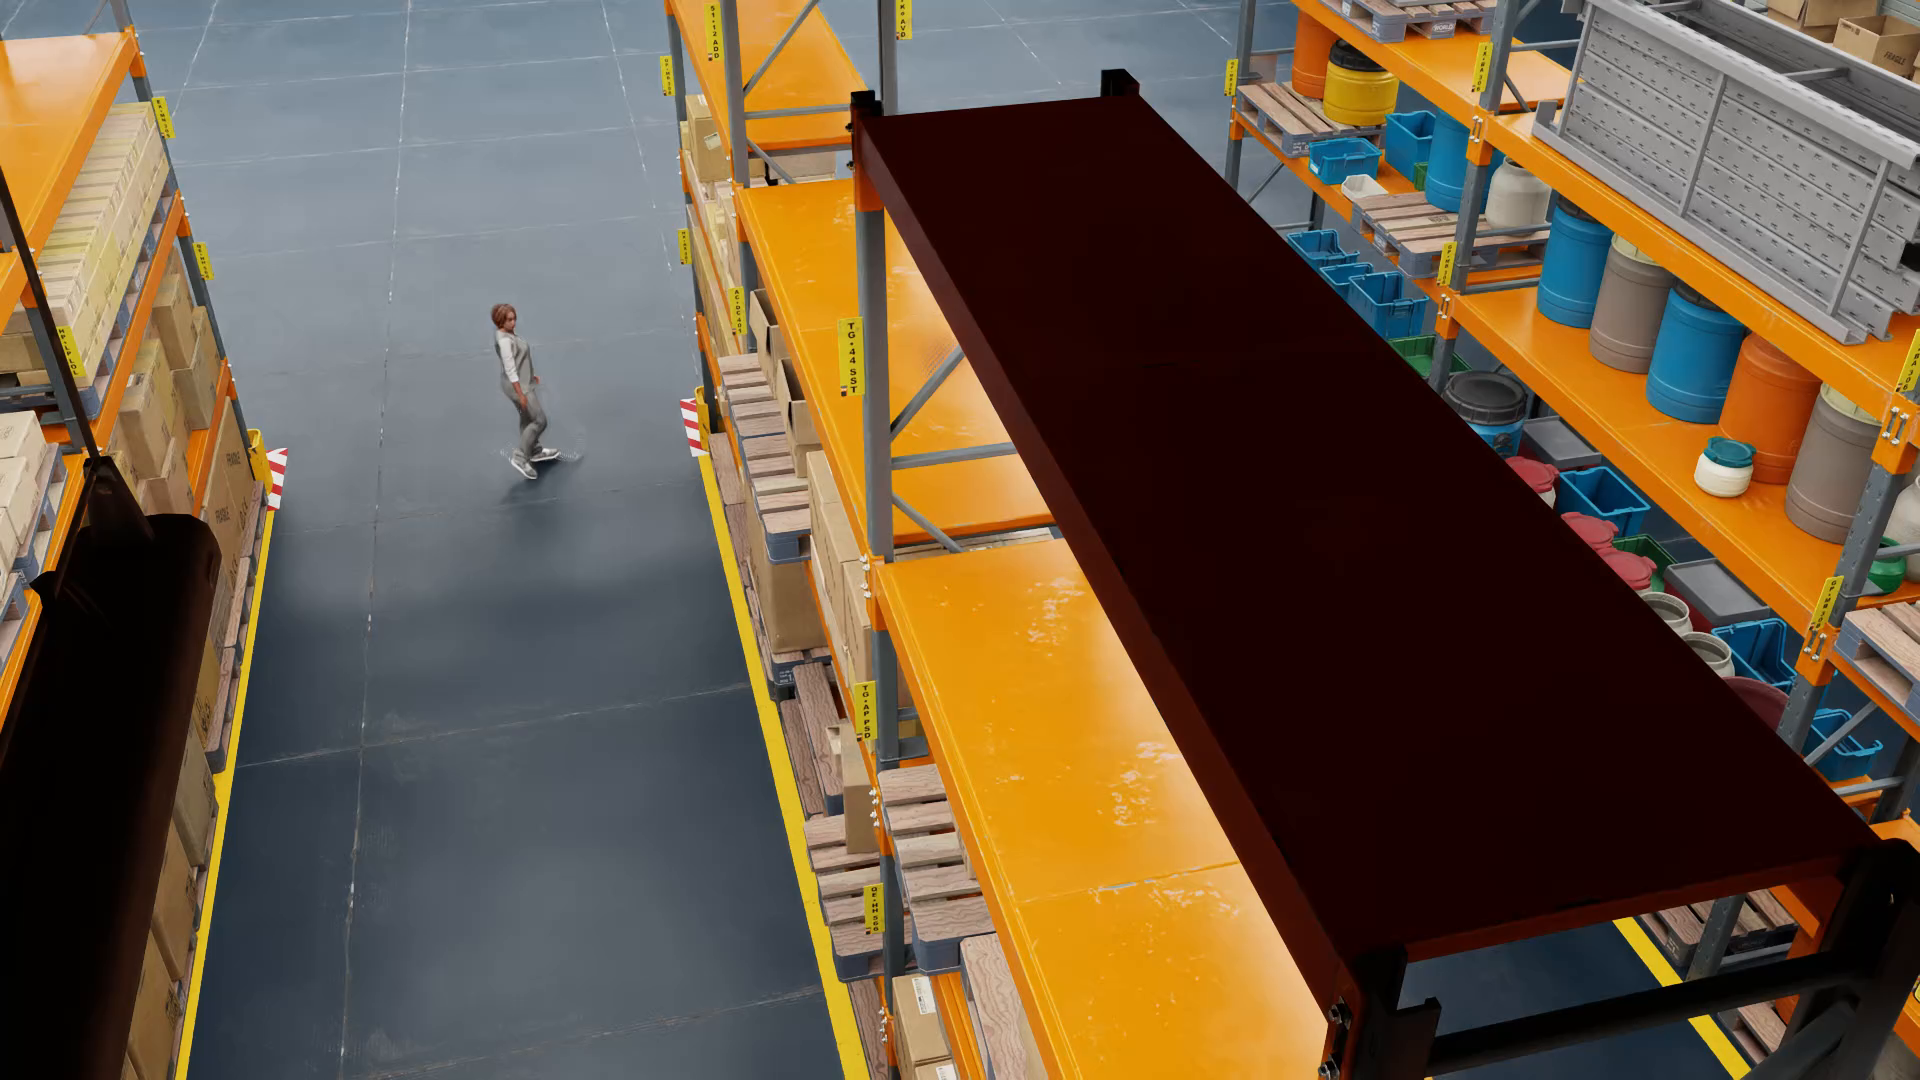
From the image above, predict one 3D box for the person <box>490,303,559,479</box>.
[{"bbox_3d":[-3.843,-1.338,14.642,0.462,1.600,0.488,-15,37,-21],"label":"person"}]
